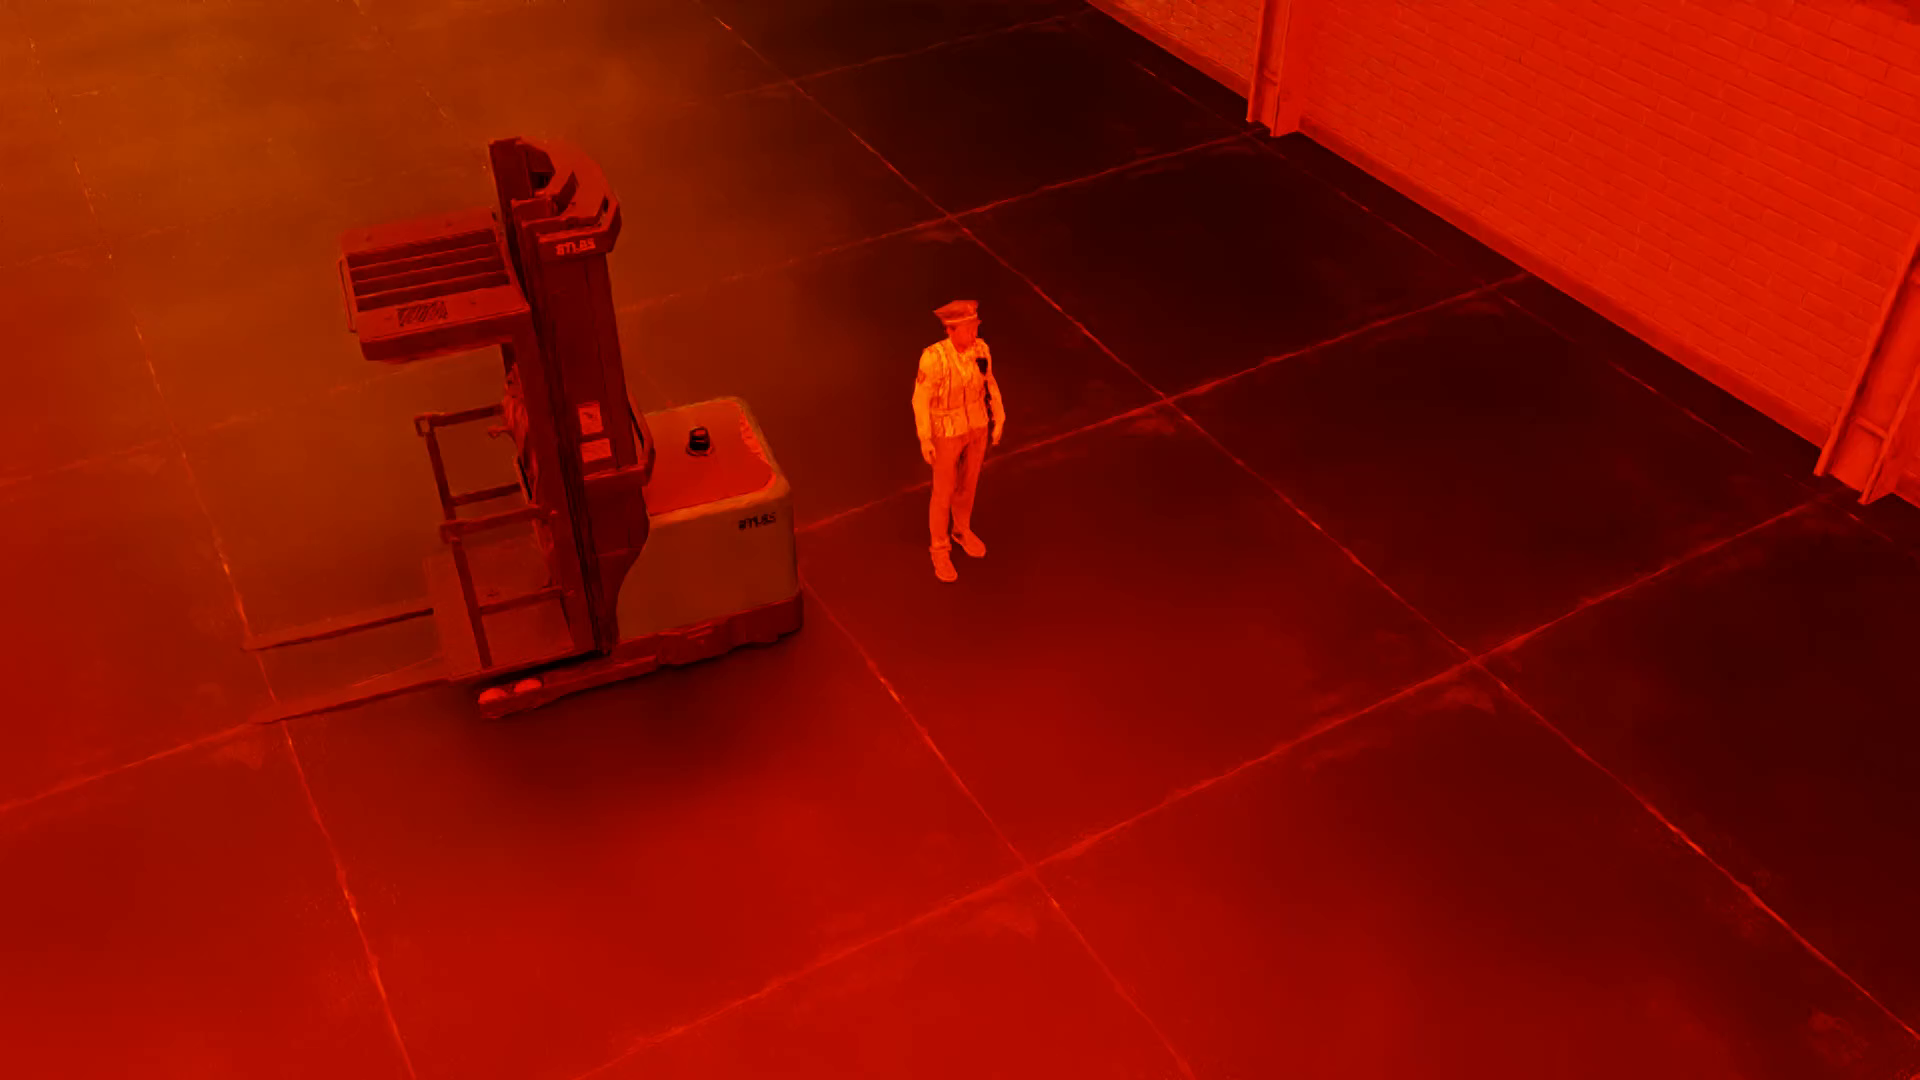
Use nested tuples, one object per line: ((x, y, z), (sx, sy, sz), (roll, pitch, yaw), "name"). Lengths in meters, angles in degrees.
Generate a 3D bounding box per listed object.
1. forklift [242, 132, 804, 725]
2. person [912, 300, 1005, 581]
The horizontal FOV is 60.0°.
((-2.478, -0.532, 8.677), (3.031, 2.935, 1.130), (-14, 42, -16), "forklift")
((0.028, -0.619, 9.738), (0.586, 1.695, 0.532), (-20, 44, -23), "person")
